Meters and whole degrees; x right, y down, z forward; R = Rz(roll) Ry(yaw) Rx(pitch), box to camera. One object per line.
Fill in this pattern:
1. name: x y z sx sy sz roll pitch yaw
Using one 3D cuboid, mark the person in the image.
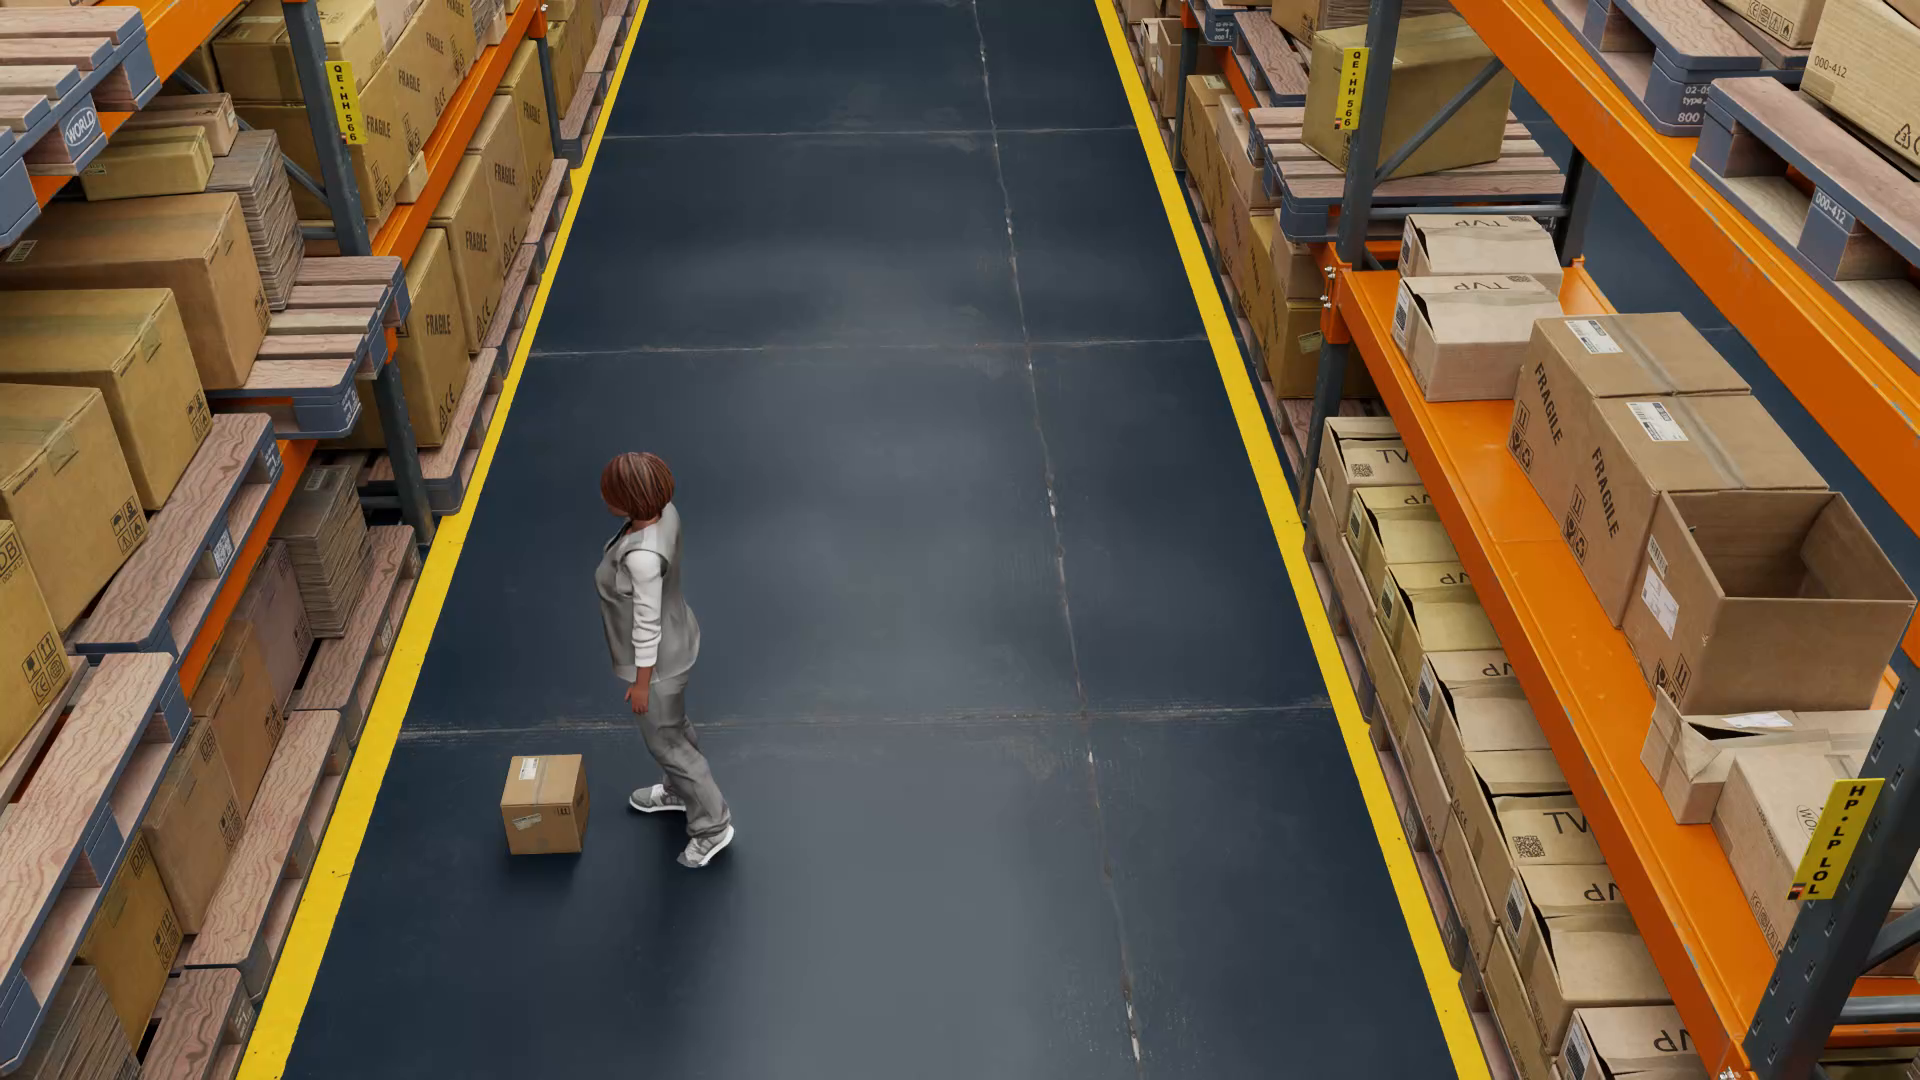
1. person: -1.015 0.416 5.621 0.408 1.662 0.414 -1 36 -1
